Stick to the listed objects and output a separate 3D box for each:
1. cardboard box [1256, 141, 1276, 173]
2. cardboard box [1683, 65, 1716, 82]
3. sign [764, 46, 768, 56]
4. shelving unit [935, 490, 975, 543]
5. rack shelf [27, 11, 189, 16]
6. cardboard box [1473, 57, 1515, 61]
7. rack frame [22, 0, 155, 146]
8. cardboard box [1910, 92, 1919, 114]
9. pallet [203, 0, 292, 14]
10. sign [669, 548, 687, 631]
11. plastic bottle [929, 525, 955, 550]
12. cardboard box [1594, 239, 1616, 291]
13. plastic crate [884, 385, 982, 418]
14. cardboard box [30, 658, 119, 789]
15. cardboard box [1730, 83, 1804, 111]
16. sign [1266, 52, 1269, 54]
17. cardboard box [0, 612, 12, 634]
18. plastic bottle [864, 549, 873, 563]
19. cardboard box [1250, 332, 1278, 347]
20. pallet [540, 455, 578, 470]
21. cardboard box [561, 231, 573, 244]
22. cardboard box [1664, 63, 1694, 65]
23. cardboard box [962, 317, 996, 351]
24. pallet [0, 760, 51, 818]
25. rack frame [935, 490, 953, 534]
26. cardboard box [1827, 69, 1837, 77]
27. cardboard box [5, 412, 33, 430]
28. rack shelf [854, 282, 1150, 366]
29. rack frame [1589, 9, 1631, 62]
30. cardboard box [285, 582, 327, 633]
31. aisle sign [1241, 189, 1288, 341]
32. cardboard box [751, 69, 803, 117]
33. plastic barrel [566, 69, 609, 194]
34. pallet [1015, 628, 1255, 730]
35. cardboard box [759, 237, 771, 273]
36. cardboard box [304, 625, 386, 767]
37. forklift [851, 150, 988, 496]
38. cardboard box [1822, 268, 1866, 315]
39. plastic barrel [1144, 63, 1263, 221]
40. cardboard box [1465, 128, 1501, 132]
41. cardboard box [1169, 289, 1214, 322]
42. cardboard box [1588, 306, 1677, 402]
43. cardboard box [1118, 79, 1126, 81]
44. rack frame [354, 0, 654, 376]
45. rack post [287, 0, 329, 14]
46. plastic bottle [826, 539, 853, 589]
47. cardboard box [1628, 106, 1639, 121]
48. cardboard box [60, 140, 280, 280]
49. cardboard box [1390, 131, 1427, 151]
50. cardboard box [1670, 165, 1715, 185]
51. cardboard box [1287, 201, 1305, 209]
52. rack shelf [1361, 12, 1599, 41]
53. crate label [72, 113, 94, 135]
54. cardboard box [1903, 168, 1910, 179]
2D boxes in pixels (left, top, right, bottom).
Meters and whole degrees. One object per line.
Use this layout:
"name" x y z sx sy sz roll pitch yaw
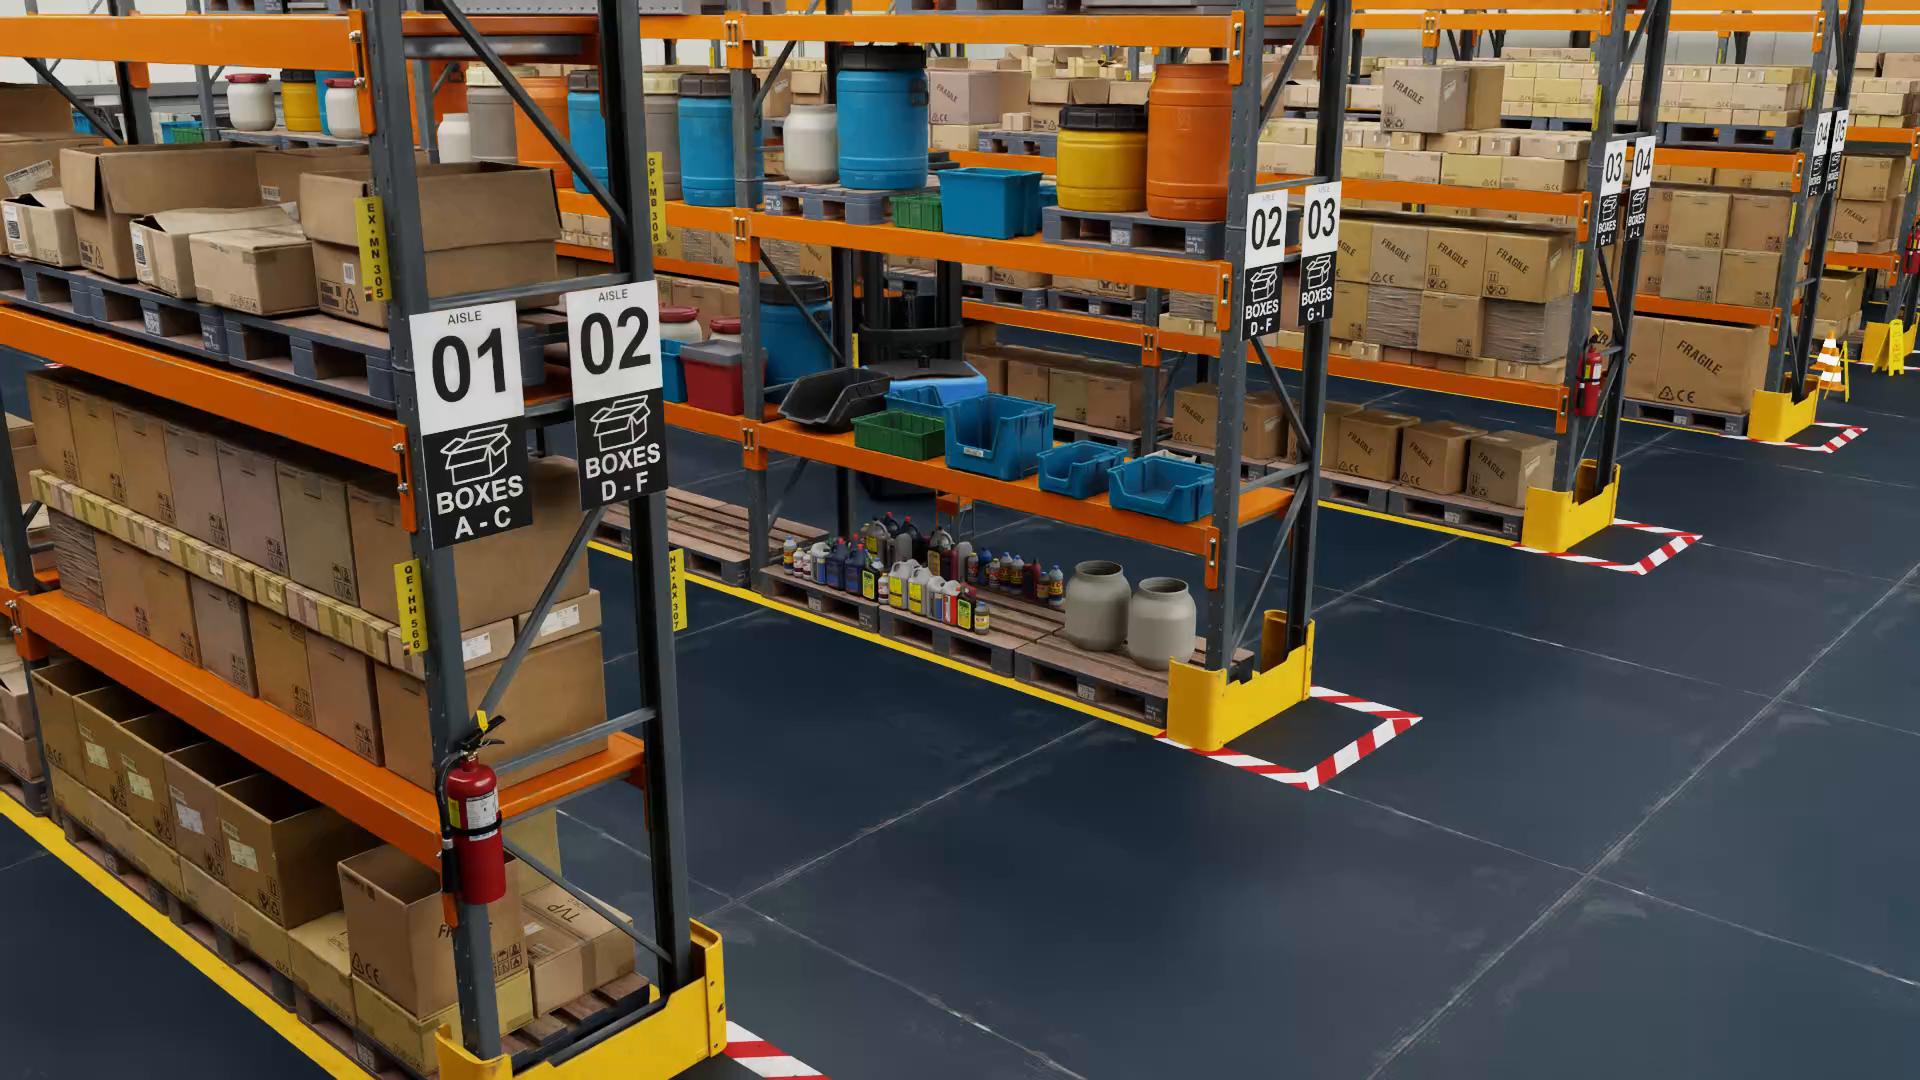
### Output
"cardboard box" 2.670 -3.375 14.577 0.500 0.250 0.500 15 23 39
"cardboard box" 7.414 -4.651 16.588 0.250 0.149 0.380 16 23 40
"sign" -3.120 -7.755 26.666 0.005 0.325 0.100 15 23 39
"shelving unit" -0.040 -0.511 13.487 0.252 1.050 0.215 15 23 39
"rack shelf" -8.663 -5.483 17.864 4.000 0.370 1.077 15 23 39
"cardboard box" 7.386 -6.596 23.207 0.500 0.250 0.500 16 23 40
"rack frame" -4.474 -2.889 7.839 0.127 3.000 1.000 15 23 39
"cardboard box" 11.474 -5.370 20.373 0.500 0.250 0.500 15 23 38
"pallet" -6.528 -5.176 16.017 1.213 0.211 1.003 15 23 39
"sign" -1.110 0.199 6.465 0.005 0.325 0.100 15 23 39
"plastic bottle" -0.126 0.071 12.082 0.185 0.351 0.144 15 23 39
"cardboard box" 6.971 -3.048 18.010 0.500 0.550 0.875 15 23 39
"plastic crate" -0.176 -0.918 11.791 0.616 0.251 0.499 15 23 39
"cardboard box" -4.335 0.887 8.469 0.500 0.500 0.500 15 23 39
"cardboard box" 7.912 -4.352 16.303 0.500 0.250 0.500 15 23 40
"sign" 5.636 -8.794 30.550 0.005 0.325 0.100 15 23 39
"cardboard box" -5.733 0.593 9.708 0.500 0.311 0.500 15 23 39
"plastic bottle" -0.667 0.199 11.809 0.097 0.271 0.097 0 18 0
"cardboard box" 2.802 -1.835 14.849 0.250 0.149 0.380 15 23 39
"pallet" -3.622 -0.459 14.710 1.213 0.211 1.003 15 23 39
"cardboard box" -4.902 -3.899 21.353 0.250 0.149 0.380 16 23 40
"cardboard box" 7.475 -4.901 17.376 0.250 0.149 0.380 15 23 39
"cardboard box" 0.037 -2.217 17.804 0.500 0.250 0.500 -15 23 -40
"pallet" -5.051 1.160 9.607 1.213 0.211 1.003 15 23 39
"rack frame" -0.131 -0.536 13.564 0.008 1.050 0.200 15 23 39
"cardboard box" 12.882 -6.883 24.745 0.258 0.266 0.396 14 23 38
"cardboard box" -5.807 -0.442 9.879 0.500 0.500 0.500 15 23 39
"rack shelf" 0.608 -2.329 17.181 4.000 0.370 1.077 15 23 39
"rack frame" 8.682 -7.372 21.964 0.127 3.000 1.000 15 23 39
"cardboard box" -2.470 0.228 6.696 0.250 0.149 0.380 15 23 40
"aisle sign" 1.665 -1.504 9.094 0.004 0.787 0.394 15 23 39
"cardboard box" -2.096 -5.011 18.623 0.500 0.500 0.500 17 24 42
"plastic barrel" -2.687 -3.134 12.740 0.708 0.901 0.600 15 23 39
"pallet" 1.116 0.814 10.699 1.213 0.211 1.003 15 23 39
"cardboard box" -2.181 -3.369 19.103 0.500 0.500 0.500 14 22 38
"cardboard box" -2.219 0.525 6.834 0.500 0.500 0.700 16 23 41
"forklift" -0.574 -2.192 15.672 1.130 2.935 3.031 -4 18 -13
"cardboard box" 11.236 -3.185 21.302 0.500 0.500 0.500 14 22 37
"plastic barrel" 1.360 -2.250 9.379 0.708 0.830 0.600 15 23 39
"cardboard box" 4.307 -3.340 13.808 0.250 0.149 0.380 15 23 39
"cardboard box" 2.399 -2.355 15.417 0.500 0.500 0.875 15 23 39
"cardboard box" 7.253 -2.054 17.943 0.875 0.875 0.875 15 23 38
"cardboard box" 1.884 -5.710 21.520 0.500 0.500 0.500 15 23 39
"rack frame" -1.483 -2.086 5.308 0.127 3.000 1.000 15 23 39
"rack post" -5.569 -4.999 15.315 0.937 0.300 0.954 -15 23 -40
"plastic bottle" -0.855 0.159 11.803 0.185 0.351 0.144 16 24 41
"cardboard box" 7.040 -4.372 17.026 0.250 0.149 0.380 15 23 40
"cardboard box" -3.326 -1.416 7.061 0.797 0.503 0.637 -15 23 -40
"cardboard box" 3.713 -3.263 13.566 0.250 0.149 0.380 14 22 37
"cardboard box" 9.592 -4.827 21.551 0.500 0.500 0.700 14 23 38
"cardboard box" 2.998 -2.808 15.191 0.500 0.500 0.500 15 23 39
"rack shelf" 7.186 -7.240 23.398 4.000 0.370 1.077 15 23 39
"crate label" -9.683 -4.660 18.622 0.502 0.251 0.408 15 23 39
"cardboard box" 13.978 -5.359 24.301 0.250 0.149 0.380 15 23 39
